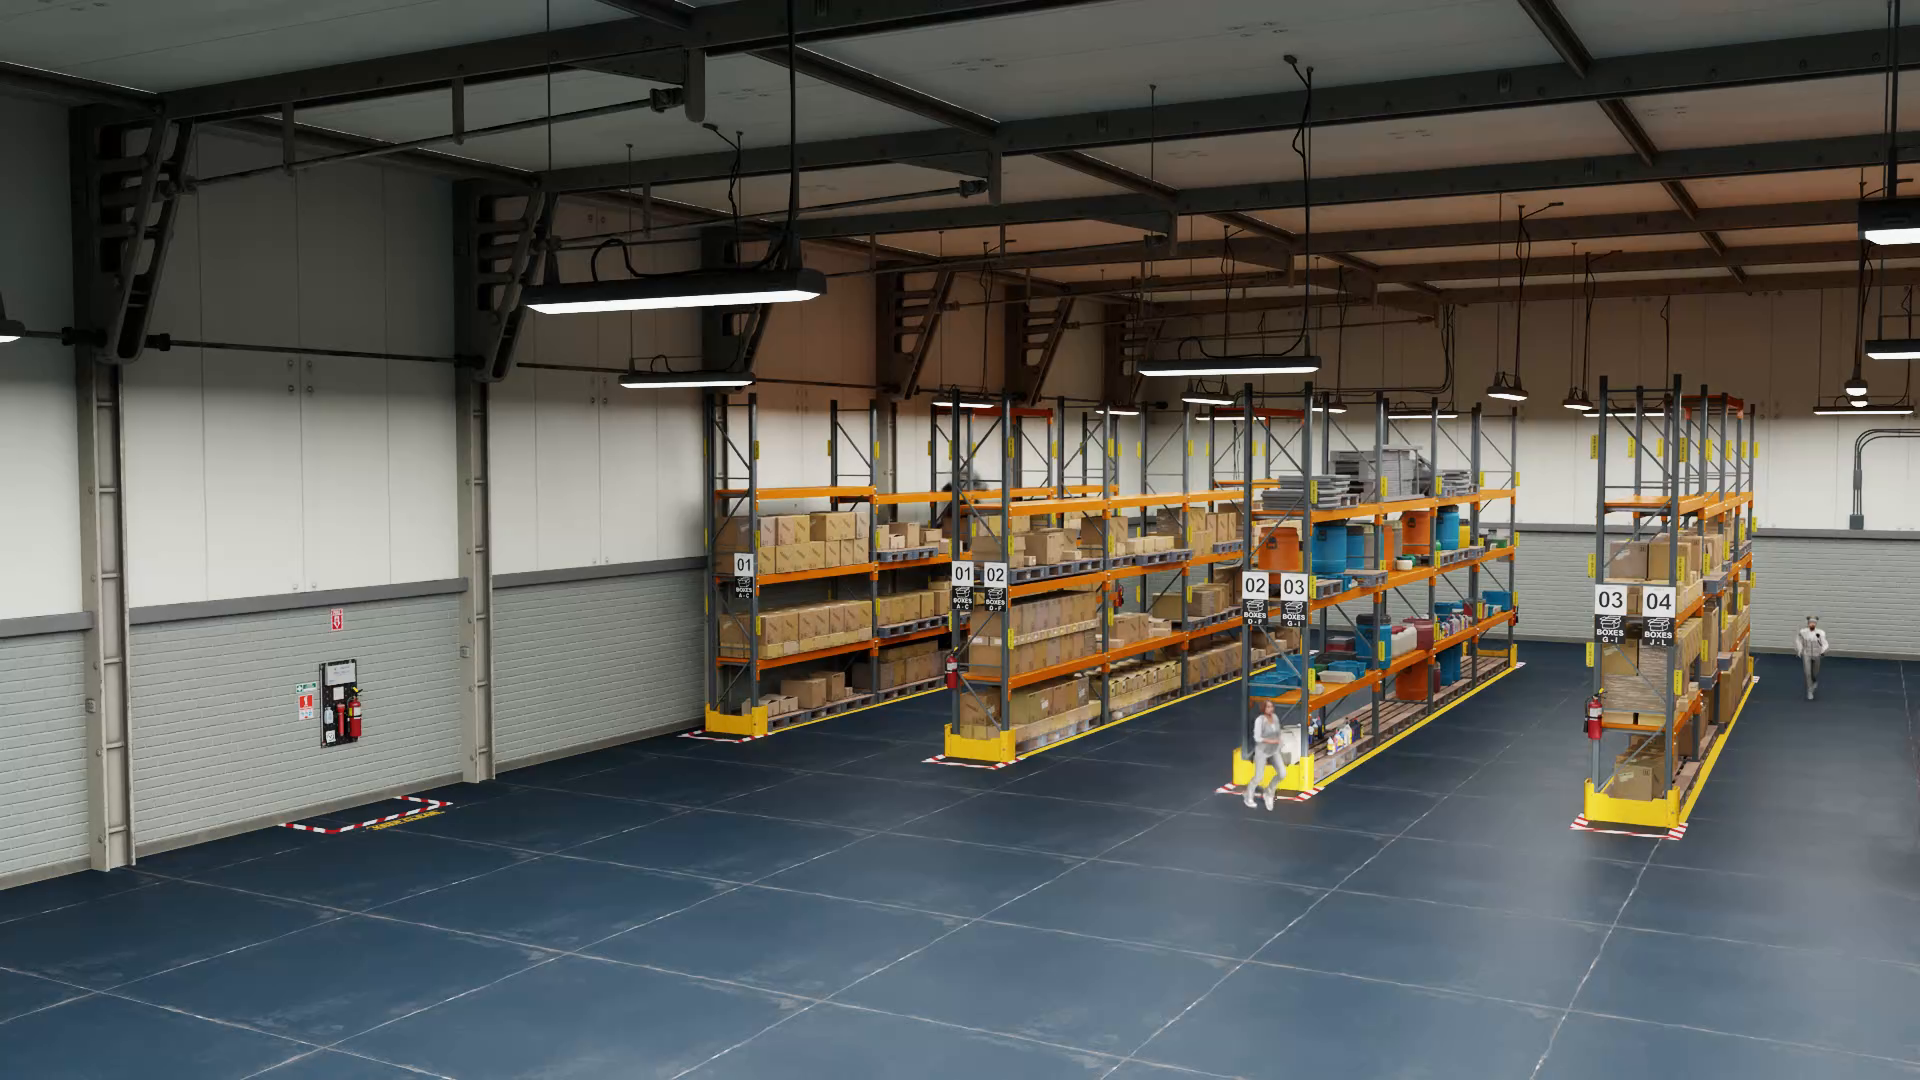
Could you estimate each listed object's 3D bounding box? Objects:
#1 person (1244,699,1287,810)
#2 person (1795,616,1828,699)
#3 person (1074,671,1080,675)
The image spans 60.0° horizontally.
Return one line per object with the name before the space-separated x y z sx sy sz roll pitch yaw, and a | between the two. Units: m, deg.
person | 4.254 2.998 22.950 0.554 1.465 0.789 -1 3 -24
person | 17.284 2.354 33.756 0.599 1.677 0.830 2 3 26
person | 2.257 2.066 34.004 0.669 1.850 0.758 1 3 17
